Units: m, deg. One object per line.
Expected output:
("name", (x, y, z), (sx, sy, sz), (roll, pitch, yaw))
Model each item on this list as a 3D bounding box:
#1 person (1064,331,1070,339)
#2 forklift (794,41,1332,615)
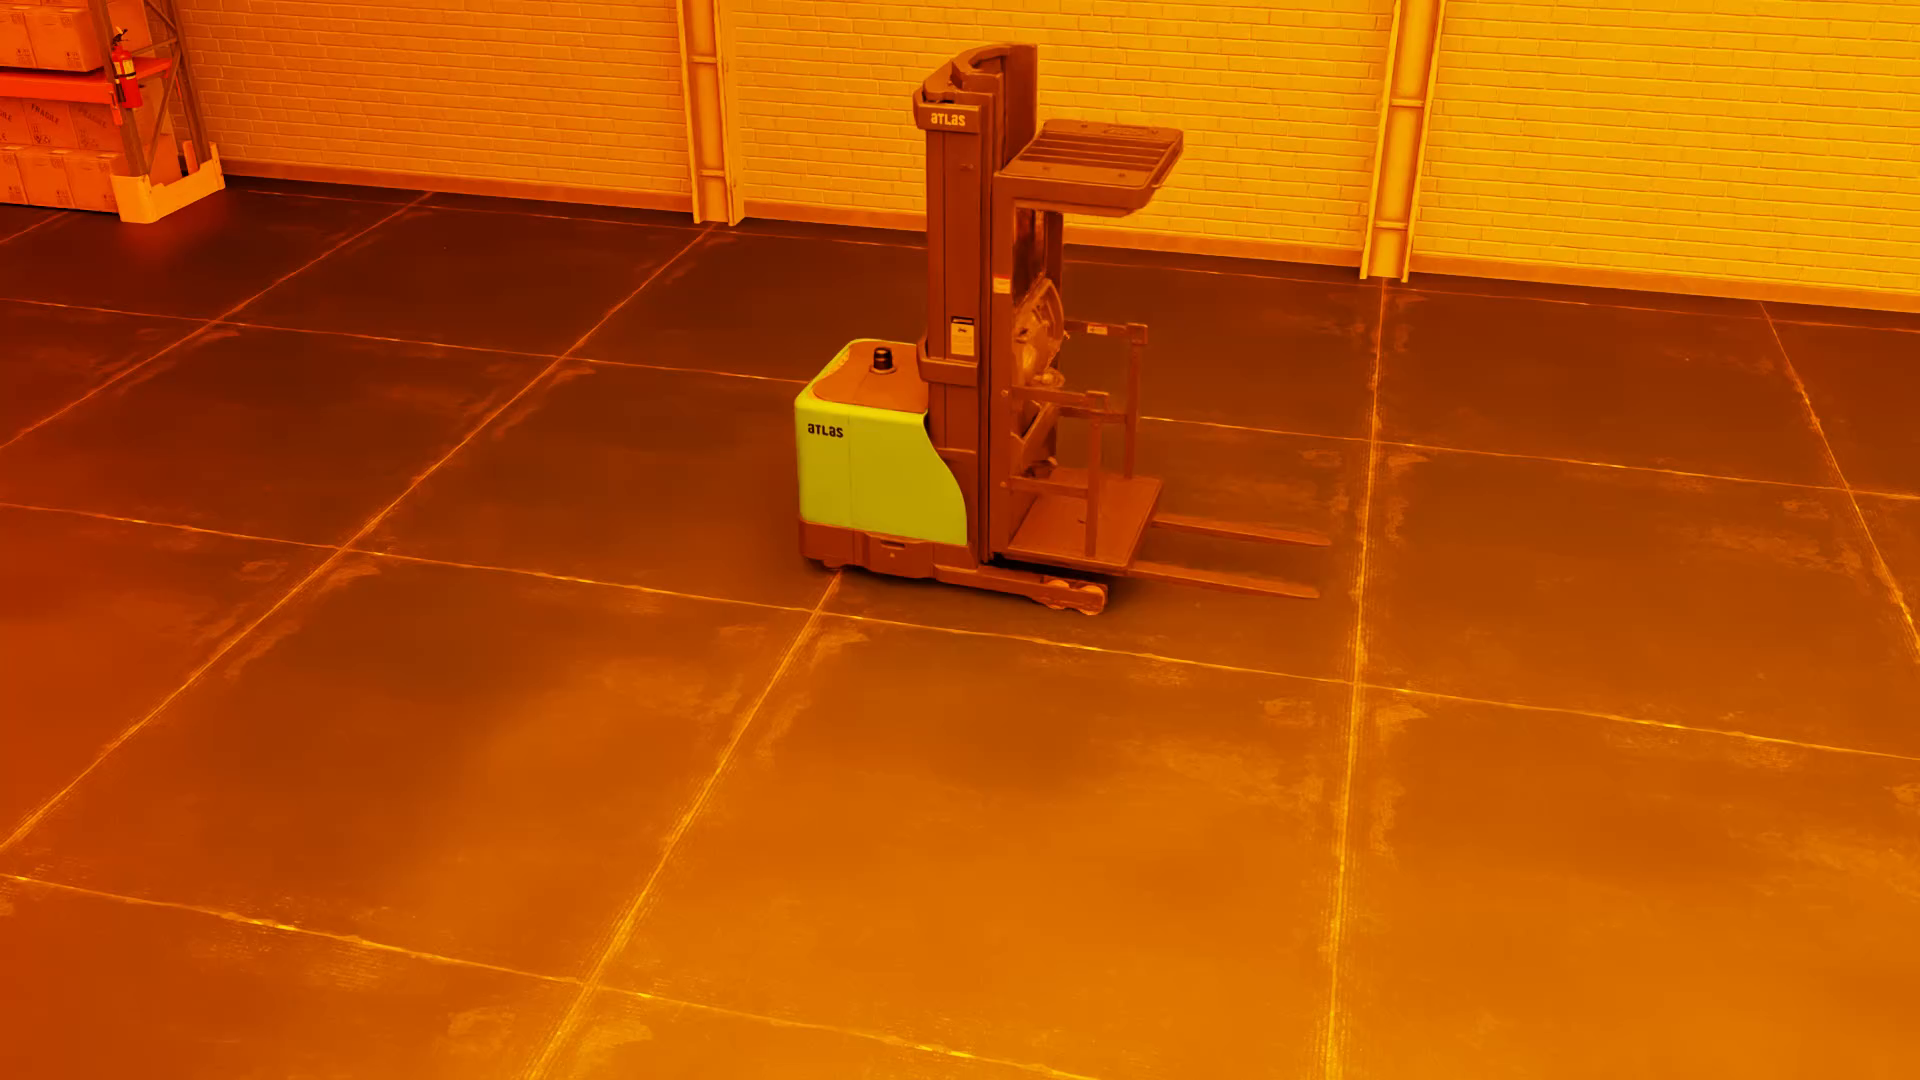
("person", (0.317, -0.958, 10.324), (0.861, 1.480, 1.227), (7, 30, 12))
("forklift", (0.621, -1.144, 9.189), (3.031, 2.935, 1.130), (9, 31, 15))
